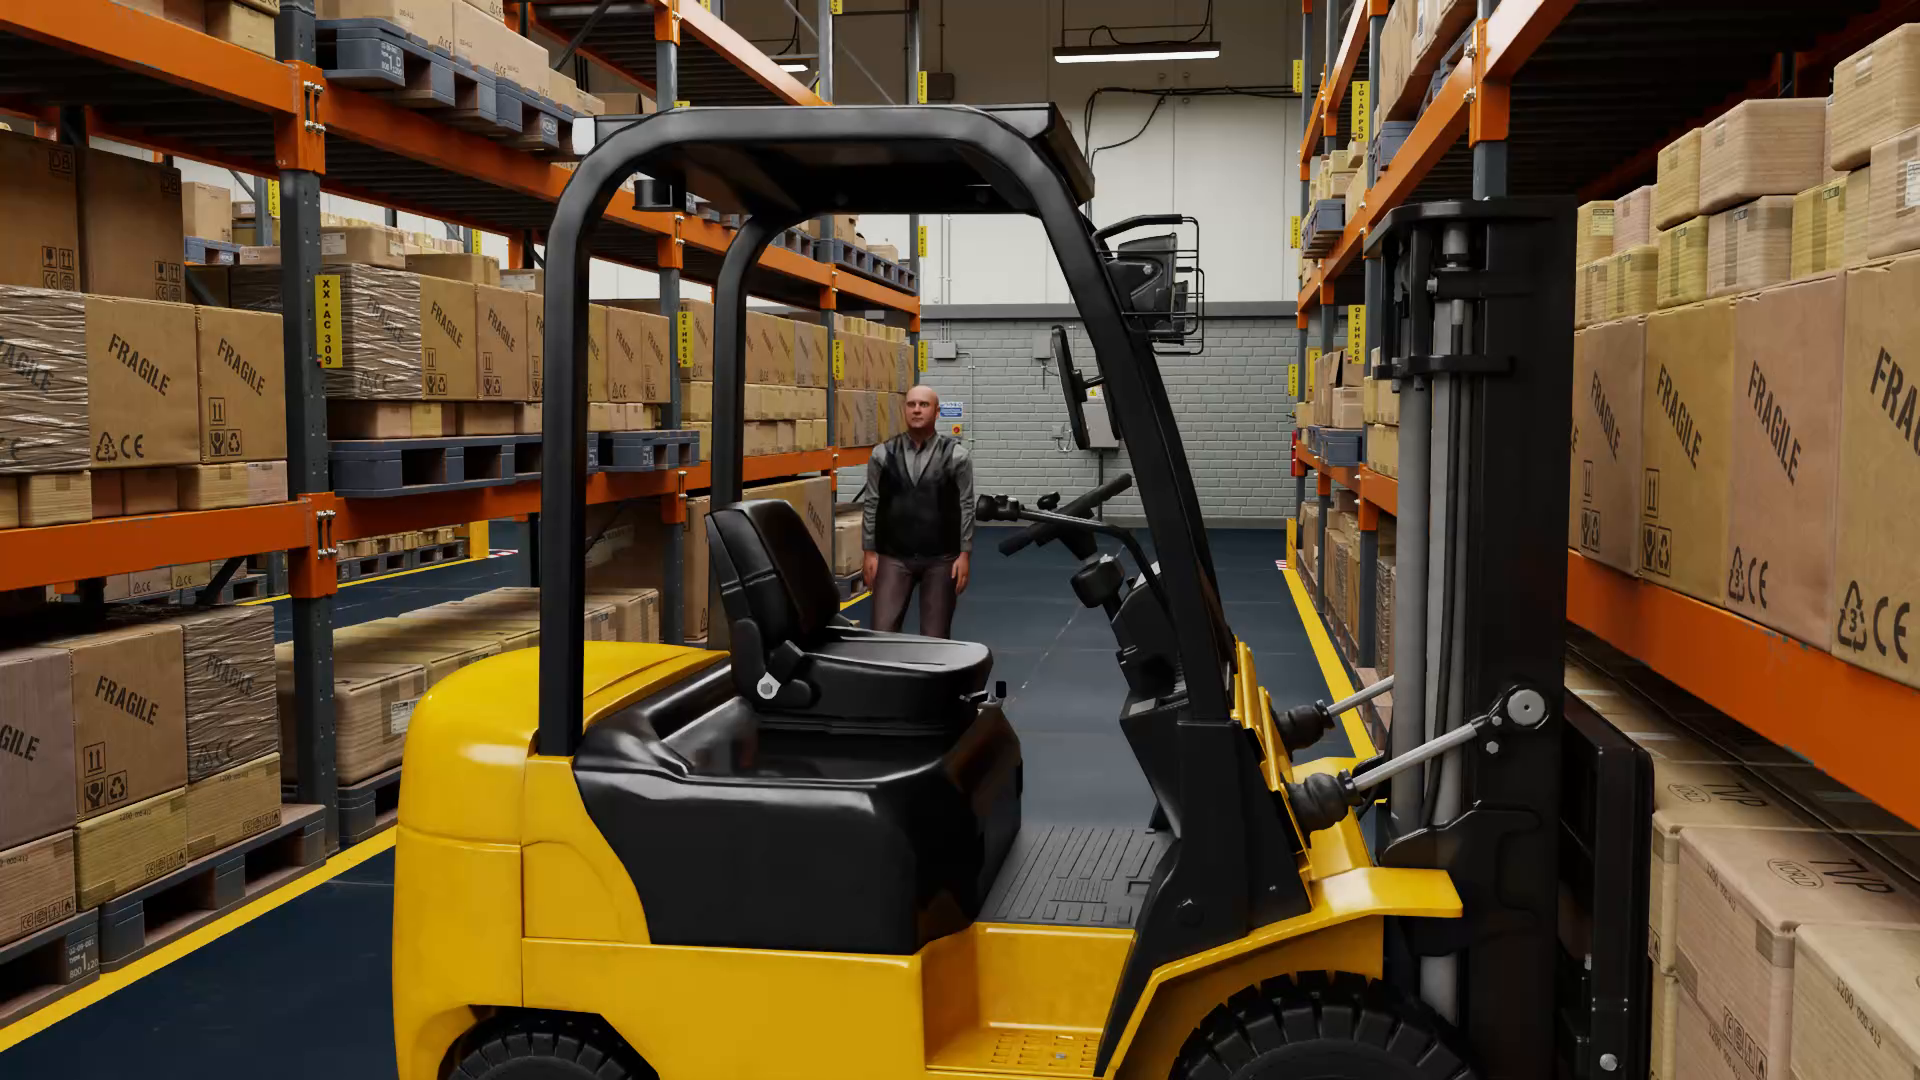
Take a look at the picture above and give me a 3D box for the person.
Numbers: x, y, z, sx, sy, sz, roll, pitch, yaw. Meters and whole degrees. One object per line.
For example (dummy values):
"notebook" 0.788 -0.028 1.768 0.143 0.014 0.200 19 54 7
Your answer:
"person" -0.206 0.125 8.096 0.562 1.750 0.451 0 4 4
